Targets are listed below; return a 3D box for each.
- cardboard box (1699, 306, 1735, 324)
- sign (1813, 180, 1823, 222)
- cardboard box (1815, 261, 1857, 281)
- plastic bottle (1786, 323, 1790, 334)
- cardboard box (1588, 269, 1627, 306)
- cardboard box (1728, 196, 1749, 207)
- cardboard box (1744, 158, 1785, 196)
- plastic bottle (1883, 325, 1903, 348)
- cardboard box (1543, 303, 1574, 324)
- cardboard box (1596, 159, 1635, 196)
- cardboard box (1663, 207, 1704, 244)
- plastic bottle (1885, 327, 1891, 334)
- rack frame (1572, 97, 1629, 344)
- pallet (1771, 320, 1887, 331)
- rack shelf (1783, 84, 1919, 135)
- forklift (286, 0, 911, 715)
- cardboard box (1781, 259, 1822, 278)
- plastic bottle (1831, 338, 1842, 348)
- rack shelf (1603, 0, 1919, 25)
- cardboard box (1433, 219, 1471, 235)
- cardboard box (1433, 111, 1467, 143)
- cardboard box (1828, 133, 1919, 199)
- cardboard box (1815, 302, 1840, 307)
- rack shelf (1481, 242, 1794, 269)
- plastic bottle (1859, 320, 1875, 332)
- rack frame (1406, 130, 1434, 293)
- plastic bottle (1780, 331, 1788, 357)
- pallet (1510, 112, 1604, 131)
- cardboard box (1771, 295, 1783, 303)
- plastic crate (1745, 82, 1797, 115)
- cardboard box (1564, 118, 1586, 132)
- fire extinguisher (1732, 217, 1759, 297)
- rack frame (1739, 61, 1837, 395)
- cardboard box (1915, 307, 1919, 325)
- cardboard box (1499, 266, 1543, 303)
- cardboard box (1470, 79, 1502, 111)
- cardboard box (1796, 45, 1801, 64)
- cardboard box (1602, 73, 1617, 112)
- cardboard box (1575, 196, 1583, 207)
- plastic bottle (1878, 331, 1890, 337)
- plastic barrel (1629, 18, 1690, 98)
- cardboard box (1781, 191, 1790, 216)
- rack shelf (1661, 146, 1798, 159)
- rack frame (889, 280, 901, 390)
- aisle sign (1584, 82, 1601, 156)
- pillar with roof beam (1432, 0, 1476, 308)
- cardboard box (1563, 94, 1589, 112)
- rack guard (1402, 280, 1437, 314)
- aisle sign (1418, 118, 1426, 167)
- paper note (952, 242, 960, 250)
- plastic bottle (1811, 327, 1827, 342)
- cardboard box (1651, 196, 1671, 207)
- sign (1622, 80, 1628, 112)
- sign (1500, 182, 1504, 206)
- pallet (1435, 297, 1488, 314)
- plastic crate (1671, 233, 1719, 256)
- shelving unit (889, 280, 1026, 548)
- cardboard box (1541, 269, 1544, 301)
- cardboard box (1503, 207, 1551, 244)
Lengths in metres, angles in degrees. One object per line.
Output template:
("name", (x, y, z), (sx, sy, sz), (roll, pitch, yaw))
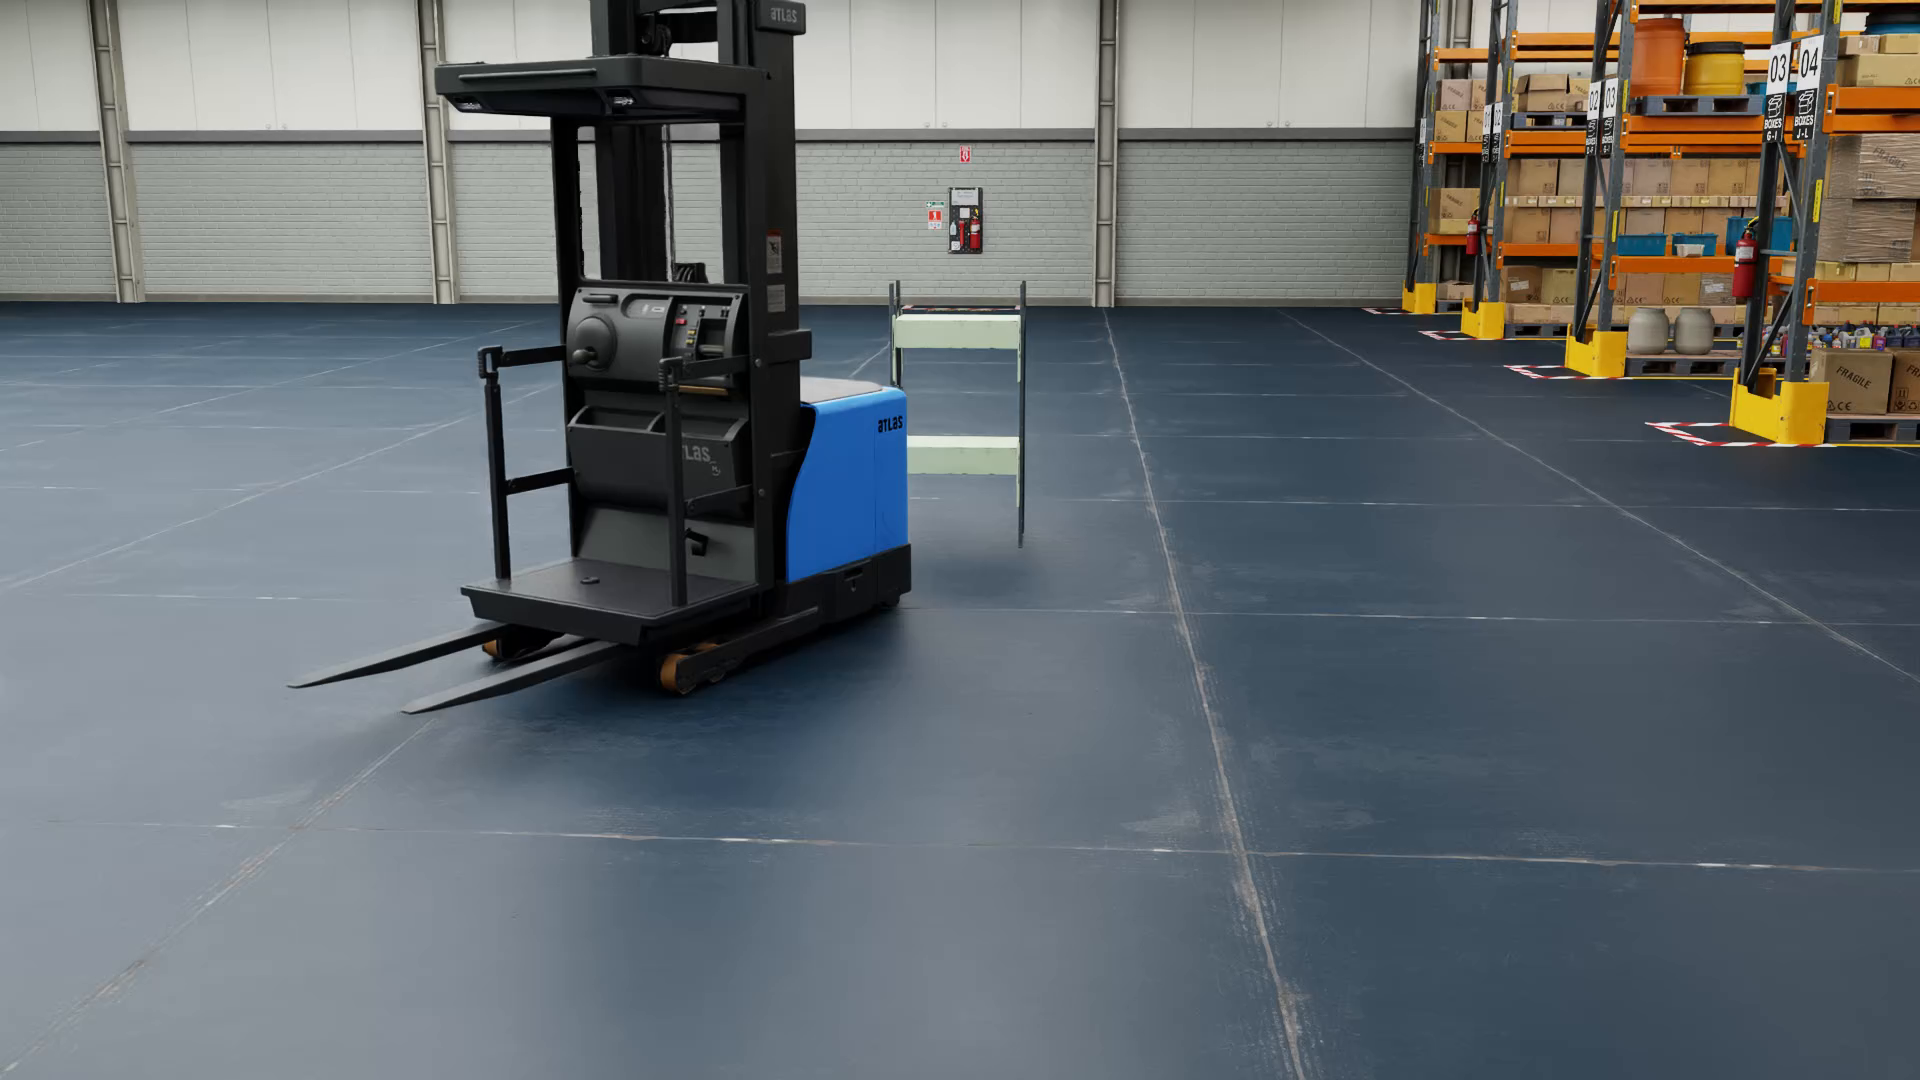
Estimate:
("cardboard box", (10.478, -3.161, 23.242), (0.500, 0.250, 0.500), (1, 12, 4))
("sign", (6.761, -2.674, 13.112), (0.005, 0.325, 0.100), (1, 12, 4))
("cardboard box", (7.065, -2.186, 13.505), (0.250, 0.149, 0.380), (1, 12, 4))
("plastic bottle", (9.543, -2.344, 19.043), (0.185, 0.351, 0.144), (1, 12, 6))
("cardboard box", (8.981, -3.548, 23.264), (0.500, 0.500, 0.500), (1, 12, 4))
("cardboard box", (10.660, -4.664, 22.909), (0.250, 0.149, 0.380), (0, 12, 2))
("cardboard box", (11.010, -5.019, 23.024), (0.500, 0.500, 0.700), (1, 12, 4))
("plastic bottle", (10.265, -2.190, 18.306), (0.185, 0.351, 0.144), (0, 12, 1))
("cardboard box", (8.482, -3.186, 23.363), (0.500, 0.250, 0.500), (1, 12, 4))
("cardboard box", (9.008, -5.047, 23.155), (0.500, 0.500, 0.700), (1, 12, 4))
("cardboard box", (9.983, -4.398, 23.221), (0.500, 0.500, 0.700), (1, 12, 5))
("plastic bottle", (10.499, -2.275, 18.879), (0.133, 0.283, 0.061), (1, 12, 4))
("rack frame", (7.128, -3.373, 18.568), (0.127, 3.000, 1.000), (1, 12, 4))
("pallet", (12.191, -2.963, 23.419), (1.213, 0.211, 1.003), (1, 12, 4))
("rack shelf", (8.792, -3.450, 13.367), (4.000, 0.370, 1.077), (1, 12, 4))
("forklift", (-1.426, -0.914, 6.981), (1.130, 2.935, 3.031), (7, 14, 30))
("cardboard box", (7.095, -2.277, 13.940), (0.250, 0.149, 0.380), (1, 12, 4))
("plastic bottle", (9.662, -2.120, 18.338), (0.097, 0.201, 0.097), (0, 12, 0))
("rack shelf", (9.123, -5.734, 17.938), (4.000, 0.370, 1.077), (1, 12, 4))
("cardboard box", (8.255, -5.262, 27.915), (0.500, 0.250, 0.500), (0, 12, 2))
("cardboard box", (8.107, -6.869, 27.658), (0.500, 0.500, 0.500), (1, 12, 5))
("cardboard box", (7.327, -2.982, 13.286), (0.500, 0.500, 0.500), (1, 12, 4))
("cardboard box", (11.849, -3.408, 23.055), (0.500, 0.311, 0.500), (1, 12, 4))
("rack shelf", (9.458, -4.006, 23.348), (4.000, 0.370, 1.077), (1, 12, 4))
("plastic bottle", (10.341, -2.333, 18.991), (0.185, 0.351, 0.144), (1, 12, 5))
("rack frame", (7.790, -5.397, 28.244), (0.127, 3.000, 1.000), (1, 12, 4))
("plastic bottle", (9.141, -2.164, 18.346), (0.133, 0.283, 0.061), (1, 12, 5))
("pallet", (8.166, -5.795, 23.036), (1.213, 0.211, 1.003), (1, 12, 4))
("cardboard box", (11.877, -3.518, 23.579), (0.500, 0.311, 0.500), (1, 12, 4))
("plastic crate", (9.050, -4.869, 18.432), (0.575, 0.384, 0.392), (1, 12, 4))
("cardboard box", (10.201, -6.835, 27.499), (0.500, 0.500, 0.500), (0, 12, 2))
("fire extinguisher", (6.713, -2.419, 14.197), (0.183, 0.674, 0.296), (1, 12, 4))
("rack frame", (6.797, -2.361, 13.731), (0.127, 3.000, 1.000), (1, 12, 4))
("cardboard box", (13.374, -3.113, 23.014), (0.500, 0.250, 0.500), (1, 12, 5))
("cardboard box", (8.017, -3.665, 23.823), (0.500, 0.500, 0.500), (1, 12, 4))
("cardboard box", (8.655, -7.341, 27.477), (0.500, 0.500, 0.500), (1, 12, 3))
("cardboard box", (7.095, -4.011, 13.685), (0.250, 0.149, 0.380), (1, 12, 4))
("cardboard box", (9.101, -6.098, 22.655), (0.500, 0.500, 0.500), (1, 12, 4))
("cardboard box", (8.604, -4.692, 23.042), (0.250, 0.149, 0.380), (1, 12, 3))
("plastic bottle", (10.250, -2.184, 18.460), (0.135, 0.276, 0.152), (1, 12, 4))
("plastic barrel", (7.621, -5.277, 18.266), (0.708, 0.830, 0.600), (1, 12, 4))
("cardboard box", (13.502, -5.581, 27.804), (0.500, 0.500, 0.700), (2, 12, 12))
("rack shelf", (13.776, -6.431, 27.618), (4.000, 0.370, 1.077), (1, 12, 4))
("rack frame", (-0.372, -0.739, 9.639), (0.023, 1.500, 0.400), (1, 12, 4))
("aisle sign", (7.076, -4.707, 18.597), (0.004, 0.787, 0.394), (1, 12, 4))
("pillar with roof beam", (8.258, -7.621, 24.224), (0.400, 9.000, 9.100), (1, 12, 4))
("cardboard box", (8.629, -6.092, 23.239), (0.500, 0.250, 0.500), (1, 12, 4))
("rack guard", (7.866, -4.173, 28.495), (0.348, 0.500, 1.175), (1, 12, 4))
("aisle sign", (7.698, -6.609, 27.689), (0.004, 0.787, 0.394), (1, 12, 4))
("paper note", (-0.076, -5.273, 29.803), (0.142, 0.148, 0.016), (1, 12, 4))
("plastic bottle", (9.744, -2.274, 18.892), (0.135, 0.276, 0.152), (1, 12, 4))
("cardboard box", (9.636, -4.678, 22.975), (0.250, 0.149, 0.380), (1, 12, 6))
("sign", (7.087, -4.734, 17.723), (0.005, 0.325, 0.100), (1, 12, 4))
("sign", (7.419, -4.734, 22.767), (0.005, 0.325, 0.100), (1, 12, 4))
("pallet", (8.674, -4.013, 28.437), (1.213, 0.211, 1.003), (1, 12, 4))
("plastic crate", (8.295, -3.345, 18.795), (0.408, 0.251, 0.499), (1, 12, 4))
("shelving unit", (-0.007, -0.734, 9.615), (0.755, 1.500, 0.431), (1, 12, 4))
("cardboard box", (9.772, -4.333, 28.187), (0.500, 0.500, 0.700), (0, 12, 0))
("cardboard box", (7.927, -4.425, 23.352), (0.500, 0.500, 0.700), (1, 12, 4))
